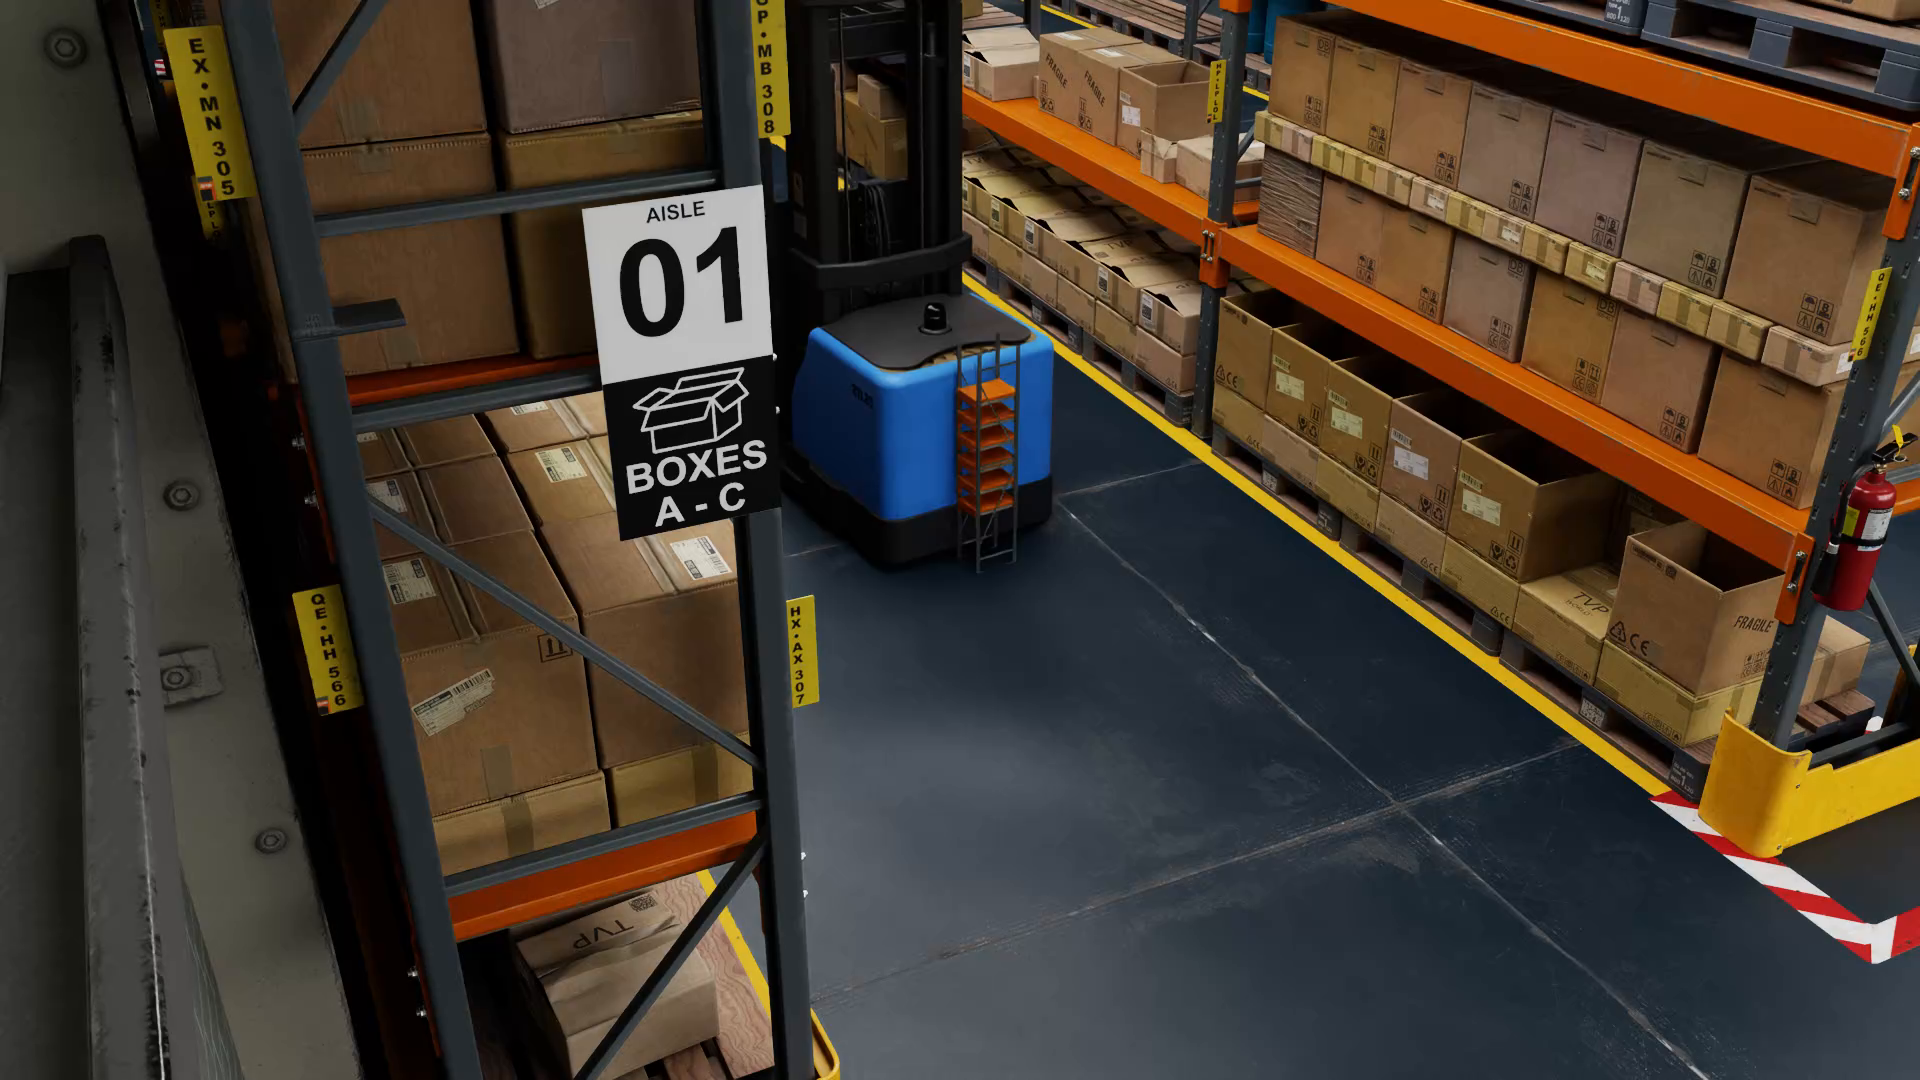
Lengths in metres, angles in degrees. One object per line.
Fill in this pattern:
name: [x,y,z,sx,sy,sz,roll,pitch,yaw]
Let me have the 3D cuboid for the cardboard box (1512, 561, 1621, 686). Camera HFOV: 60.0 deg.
cardboard box: [2.844,0.365,7.415,0.500,0.250,0.500,-13,32,-22]

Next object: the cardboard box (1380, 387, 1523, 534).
cardboard box: [2.411,-0.403,8.018,0.500,0.500,0.500,-13,32,-22]

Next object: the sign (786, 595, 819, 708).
sign: [-0.416,0.292,4.277,0.100,0.325,0.005,-13,32,-22]

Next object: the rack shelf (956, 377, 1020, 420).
rack shelf: [0.137,-0.692,8.112,0.258,0.103,0.180,-17,33,-27]

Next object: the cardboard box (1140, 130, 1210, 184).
cardboard box: [1.306,-2.316,9.951,0.396,0.266,0.258,-14,32,-23]

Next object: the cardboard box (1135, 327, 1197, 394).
cardboard box: [1.409,-1.131,10.083,0.500,0.250,0.500,-13,32,-22]

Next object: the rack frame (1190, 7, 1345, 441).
rack frame: [1.849,-2.025,9.295,1.000,3.000,0.127,-13,32,-22]

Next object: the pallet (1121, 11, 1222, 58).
pallet: [2.539,-5.698,18.695,1.003,0.211,1.213,-13,32,-22]

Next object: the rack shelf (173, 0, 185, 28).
rack shelf: [-3.482,-2.861,8.455,1.077,0.370,4.000,-13,32,-22]

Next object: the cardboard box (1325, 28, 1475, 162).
cardboard box: [2.264,-2.217,8.208,0.700,0.500,0.500,-13,32,-22]

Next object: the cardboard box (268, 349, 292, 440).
cardboard box: [-2.615,-0.674,7.018,0.500,0.250,0.500,-13,32,-21]

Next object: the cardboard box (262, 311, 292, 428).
cardboard box: [-2.391,-0.773,6.428,0.500,0.500,0.500,-13,32,-22]

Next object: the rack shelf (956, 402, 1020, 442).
rack shelf: [0.137,-0.587,8.171,0.258,0.103,0.180,-17,33,-27]

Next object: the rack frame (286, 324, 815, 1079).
rack frame: [-0.906,0.784,4.286,1.000,3.000,0.127,-13,32,-22]

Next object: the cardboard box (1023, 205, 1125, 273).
cardboard box: [0.763,-2.045,11.138,0.500,0.311,0.500,-13,32,-23]

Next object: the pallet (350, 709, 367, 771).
pallet: [-2.303,0.522,7.603,1.003,0.211,1.213,-13,32,-22]

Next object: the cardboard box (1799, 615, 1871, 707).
cardboard box: [3.537,0.474,7.219,0.500,0.250,0.500,-13,32,-22]

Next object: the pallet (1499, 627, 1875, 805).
pallet: [3.200,0.629,7.412,1.003,0.211,1.213,-13,32,-22]

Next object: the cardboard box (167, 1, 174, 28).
cardboard box: [-4.769,-3.405,10.563,0.500,0.250,0.500,-12,31,-21]

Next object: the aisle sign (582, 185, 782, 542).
aisle sign: [-0.604,-0.382,3.706,0.394,0.787,0.004,-13,32,-22]

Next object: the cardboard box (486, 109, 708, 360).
cardboard box: [-0.824,-0.777,3.880,0.500,0.500,0.500,-12,32,-21]

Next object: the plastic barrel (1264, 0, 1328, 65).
plastic barrel: [3.412,-5.309,16.866,0.600,0.901,0.708,-13,32,-22]

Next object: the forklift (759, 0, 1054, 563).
forklift: [-0.705,-1.846,9.045,1.130,2.935,3.031,-17,33,-27]

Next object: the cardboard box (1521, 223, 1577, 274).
cardboard box: [2.673,-1.285,7.210,0.380,0.149,0.250,-12,32,-21]

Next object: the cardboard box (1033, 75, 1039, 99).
cardboard box: [0.730,-3.131,11.524,0.380,0.149,0.250,-11,31,-18]

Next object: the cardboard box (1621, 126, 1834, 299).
cardboard box: [3.124,-1.331,6.628,0.700,0.500,0.500,-14,32,-23]

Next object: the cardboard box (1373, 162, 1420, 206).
cardboard box: [2.229,-1.741,8.023,0.380,0.149,0.250,-14,32,-24]

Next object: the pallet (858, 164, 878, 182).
pallet: [-0.154,-2.914,13.730,1.003,0.211,1.213,-13,32,-22]

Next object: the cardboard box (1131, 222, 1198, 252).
cardboard box: [1.463,-1.939,10.950,0.500,0.311,0.500,-14,32,-24]

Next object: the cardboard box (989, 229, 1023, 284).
cardboard box: [0.537,-2.033,11.690,0.500,0.250,0.500,-14,32,-23]

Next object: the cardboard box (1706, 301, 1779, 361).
cardboard box: [3.117,-0.829,6.396,0.380,0.149,0.250,-12,32,-21]

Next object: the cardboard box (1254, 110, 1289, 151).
cardboard box: [1.790,-2.192,8.827,0.380,0.149,0.250,-13,32,-22]

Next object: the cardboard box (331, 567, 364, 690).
cardboard box: [-1.734,0.226,5.413,0.500,0.250,0.500,-13,32,-22]

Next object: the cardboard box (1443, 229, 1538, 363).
cardboard box: [2.711,-1.194,7.710,0.700,0.500,0.500,-12,31,-21]

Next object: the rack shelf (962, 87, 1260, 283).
rack shelf: [0.991,-2.595,11.046,1.077,0.370,4.000,-13,32,-22]

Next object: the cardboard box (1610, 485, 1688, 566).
cardboard box: [3.321,-0.073,7.429,0.500,0.500,0.500,-13,32,-22]

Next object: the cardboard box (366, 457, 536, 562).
cardboard box: [-1.507,0.125,4.826,0.500,0.500,0.500,-13,32,-21]

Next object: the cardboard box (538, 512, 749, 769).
cardboard box: [-0.839,0.239,4.623,0.500,0.500,0.500,-13,32,-22]

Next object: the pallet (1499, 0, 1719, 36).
pallet: [2.759,-2.385,6.961,1.003,0.211,1.213,-13,32,-22]

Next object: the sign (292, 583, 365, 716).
sign: [-1.416,0.248,3.733,0.100,0.325,0.005,-13,32,-22]

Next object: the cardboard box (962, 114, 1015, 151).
cardboard box: [0.195,-3.155,13.415,0.500,0.500,0.500,-12,31,-20]

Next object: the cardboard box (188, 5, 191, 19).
cardboard box: [-1.986,-1.395,4.982,0.500,0.500,0.500,-11,31,-19]

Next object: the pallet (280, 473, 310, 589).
pallet: [-2.959,-0.111,8.732,1.003,0.211,1.213,-13,32,-22]

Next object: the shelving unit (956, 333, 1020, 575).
shelving unit: [0.137,-0.417,8.267,0.258,1.200,0.189,-17,33,-27]

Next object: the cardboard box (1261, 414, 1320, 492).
cardboard box: [1.985,-0.519,8.990,0.500,0.250,0.500,-13,32,-22]

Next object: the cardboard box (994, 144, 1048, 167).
cardboard box: [0.579,-2.841,12.558,0.500,0.311,0.500,-12,32,-21]

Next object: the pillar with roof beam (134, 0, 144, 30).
pillar with roof beam: [-5.827,-10.816,18.838,9.100,9.000,0.400,-13,32,-22]

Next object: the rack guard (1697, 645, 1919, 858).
rack guard: [3.577,0.843,6.736,1.175,0.500,0.348,-13,32,-22]
